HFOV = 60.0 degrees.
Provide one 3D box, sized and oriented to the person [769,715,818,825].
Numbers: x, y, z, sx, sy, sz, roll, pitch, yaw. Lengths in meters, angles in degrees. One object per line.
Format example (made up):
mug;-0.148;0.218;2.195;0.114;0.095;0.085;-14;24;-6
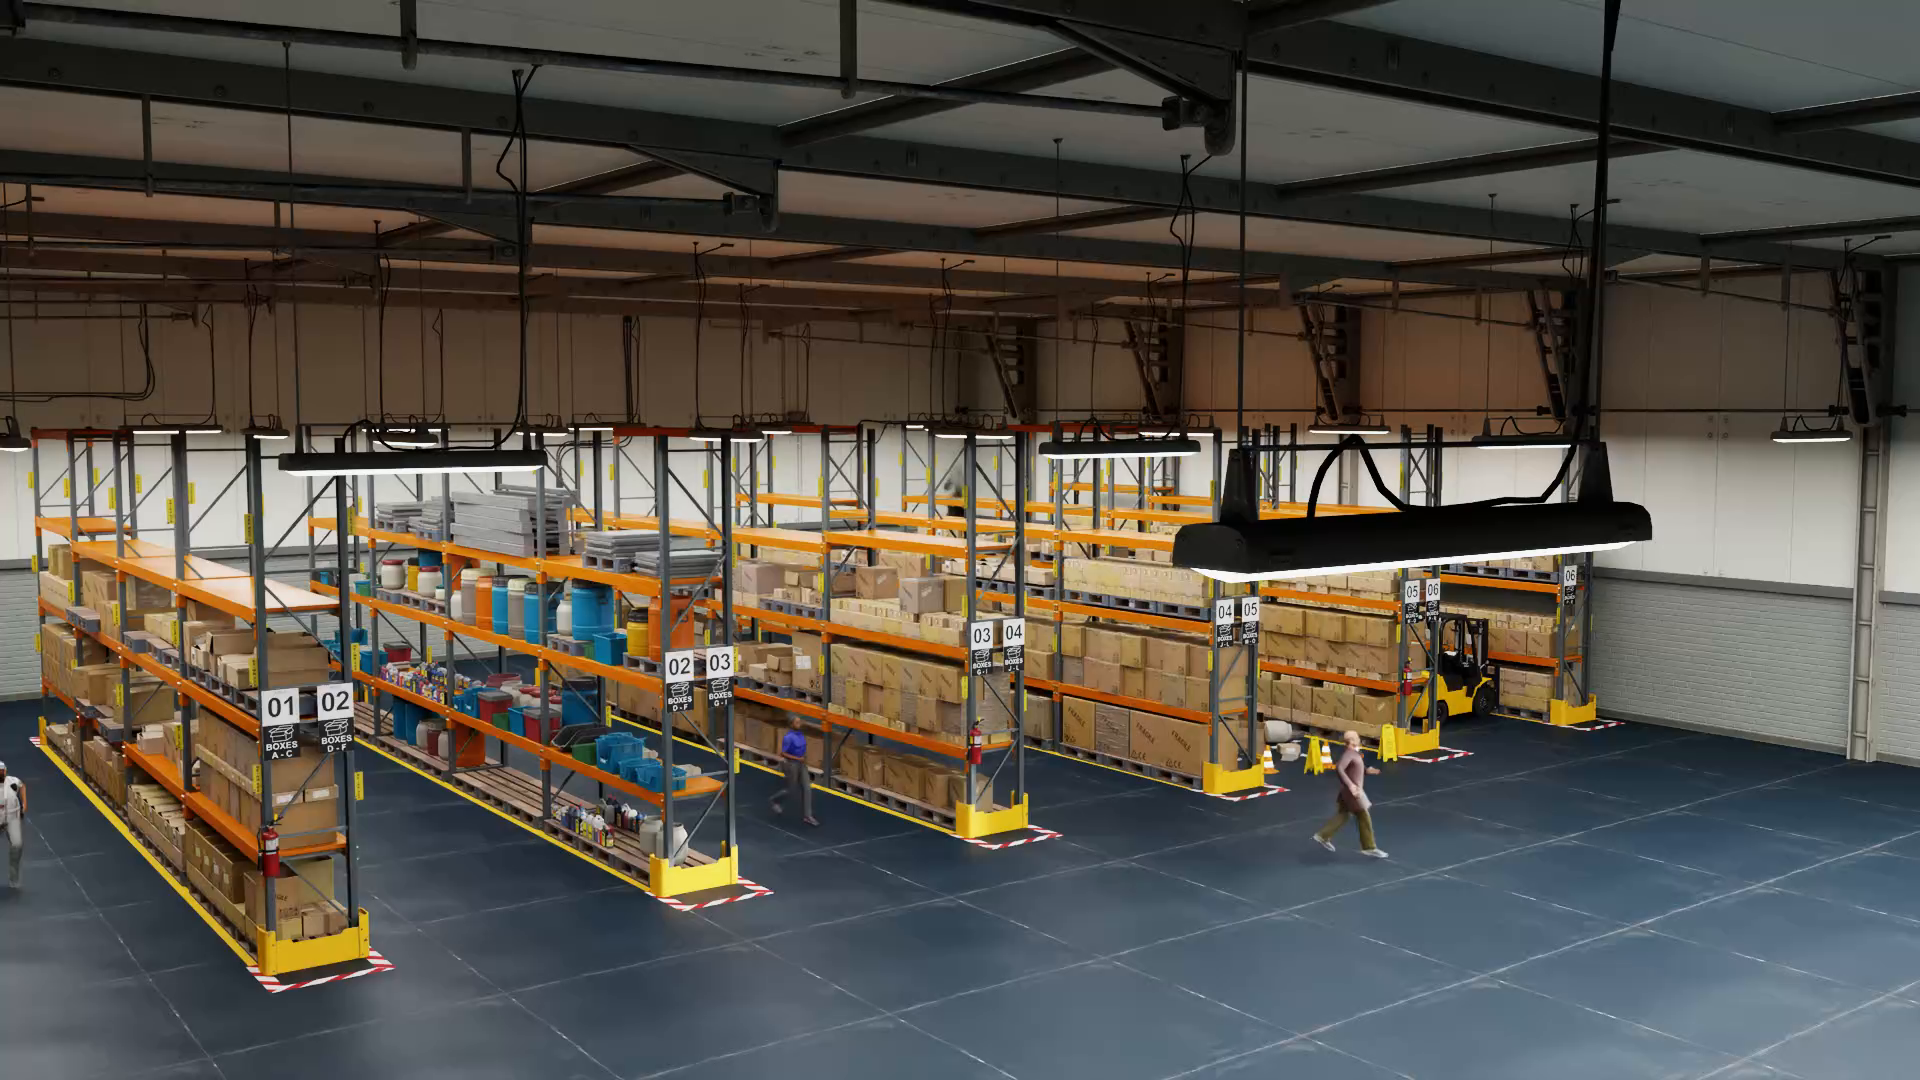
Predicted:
person;-2.545;3.507;25.503;0.898;1.659;0.583;3;5;34

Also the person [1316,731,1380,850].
person;5.484;3.521;23.461;0.876;1.680;0.708;0;4;4

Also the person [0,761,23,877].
person;-12.769;3.683;22.134;0.573;1.533;0.758;-4;6;-40

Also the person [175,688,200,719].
person;-15.165;2.982;32.456;0.876;1.648;0.632;4;6;38
